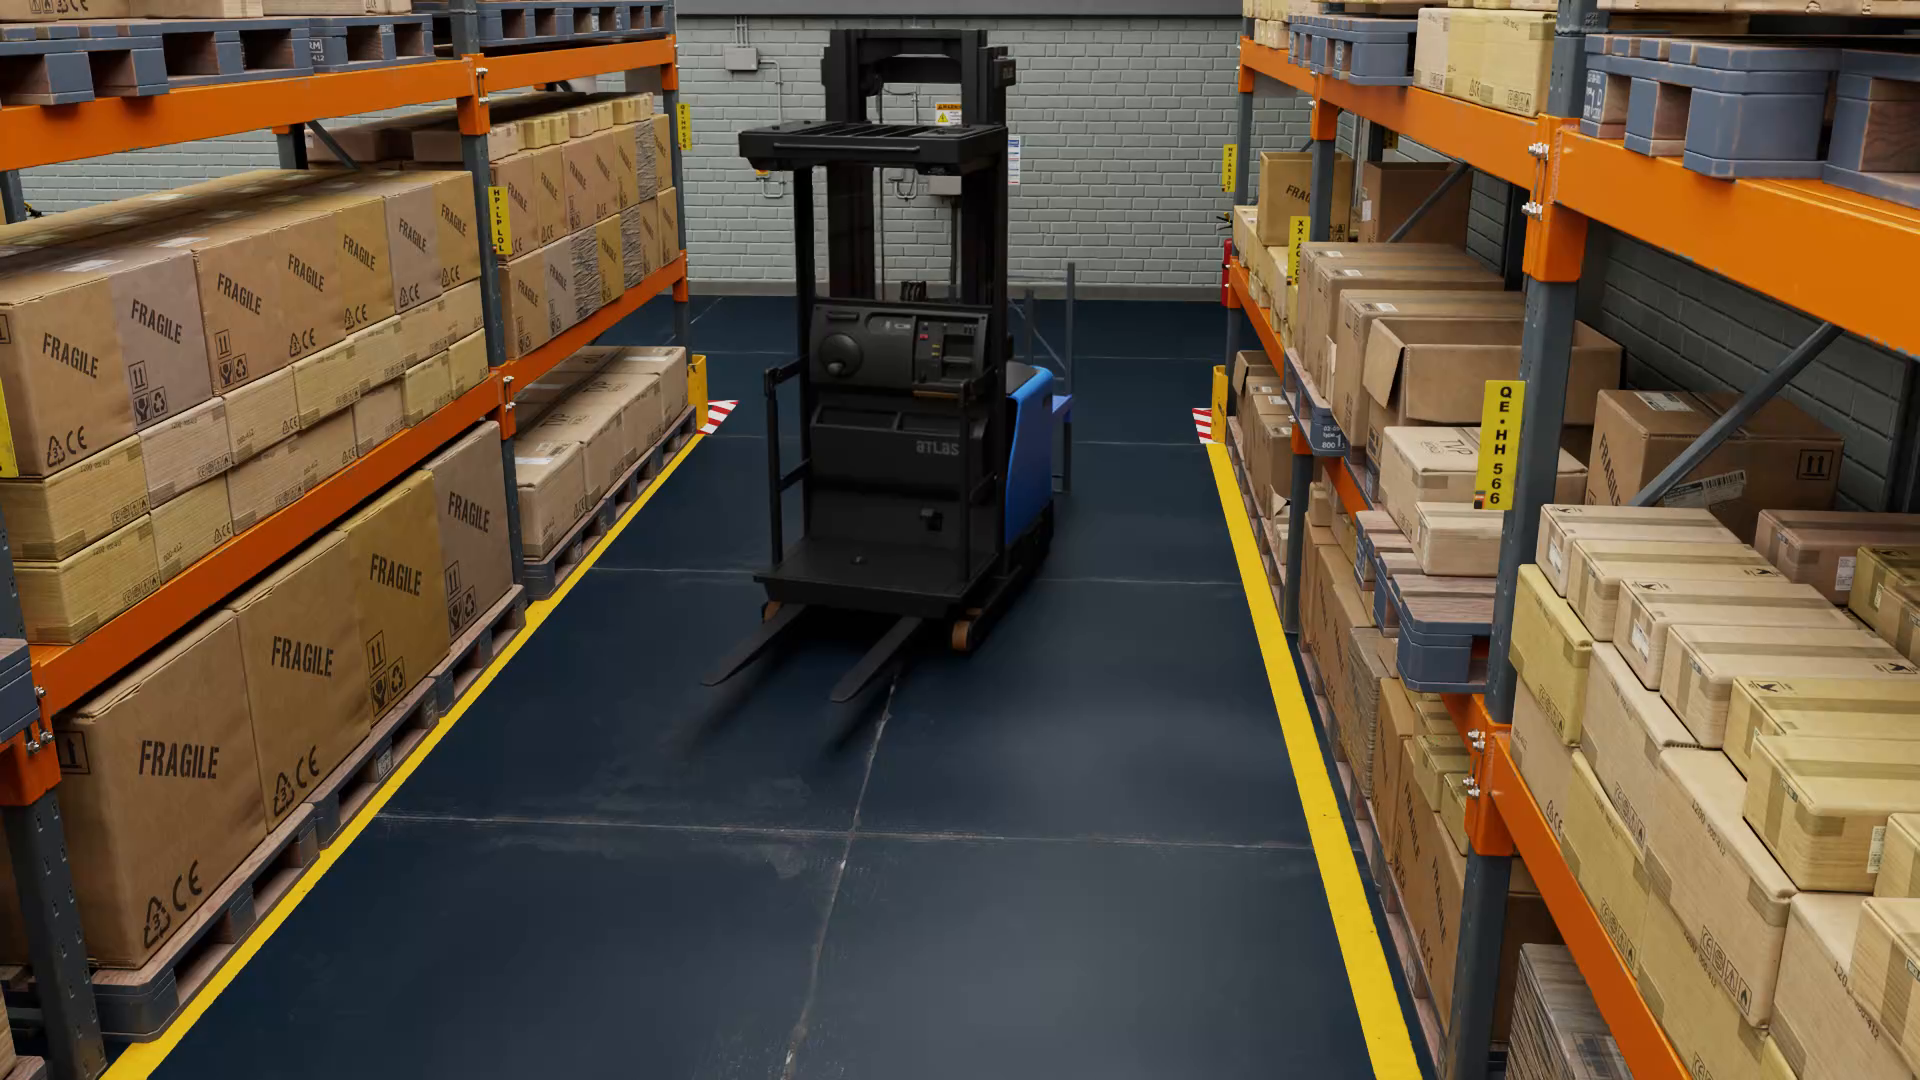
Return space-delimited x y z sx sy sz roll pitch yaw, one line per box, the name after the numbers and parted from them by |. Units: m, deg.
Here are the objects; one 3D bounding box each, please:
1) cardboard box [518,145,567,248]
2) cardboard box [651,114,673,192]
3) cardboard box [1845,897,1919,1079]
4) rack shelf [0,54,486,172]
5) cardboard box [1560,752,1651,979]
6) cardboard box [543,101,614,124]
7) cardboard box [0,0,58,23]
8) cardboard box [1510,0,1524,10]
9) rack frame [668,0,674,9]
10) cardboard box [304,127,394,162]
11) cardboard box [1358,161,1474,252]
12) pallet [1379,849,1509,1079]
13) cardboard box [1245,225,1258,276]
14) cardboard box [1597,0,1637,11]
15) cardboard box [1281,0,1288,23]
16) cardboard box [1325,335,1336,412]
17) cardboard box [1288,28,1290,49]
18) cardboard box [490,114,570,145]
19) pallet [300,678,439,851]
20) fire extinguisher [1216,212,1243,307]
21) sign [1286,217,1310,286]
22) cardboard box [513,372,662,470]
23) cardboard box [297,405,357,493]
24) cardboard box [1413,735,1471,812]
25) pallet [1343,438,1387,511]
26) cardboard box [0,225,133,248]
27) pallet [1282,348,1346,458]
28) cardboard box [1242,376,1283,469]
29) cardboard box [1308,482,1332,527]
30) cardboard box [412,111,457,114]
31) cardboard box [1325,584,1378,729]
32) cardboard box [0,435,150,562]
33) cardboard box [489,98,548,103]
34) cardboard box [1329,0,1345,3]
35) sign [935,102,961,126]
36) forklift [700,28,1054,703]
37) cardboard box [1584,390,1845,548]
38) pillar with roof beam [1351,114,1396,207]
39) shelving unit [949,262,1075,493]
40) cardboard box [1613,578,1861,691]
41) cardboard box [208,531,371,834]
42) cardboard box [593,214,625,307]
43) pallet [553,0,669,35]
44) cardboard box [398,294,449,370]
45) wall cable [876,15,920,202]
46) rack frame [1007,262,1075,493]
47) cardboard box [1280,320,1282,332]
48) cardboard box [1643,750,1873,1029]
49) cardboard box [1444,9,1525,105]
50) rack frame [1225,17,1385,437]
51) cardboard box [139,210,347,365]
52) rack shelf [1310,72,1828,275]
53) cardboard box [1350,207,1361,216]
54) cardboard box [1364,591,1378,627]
-2.480 -1.882 9.084 0.500 0.500 0.500 1 18 3 | cardboard box
-2.308 -2.670 11.489 0.500 0.500 0.500 2 18 6 | cardboard box
1.387 0.586 2.117 0.380 0.149 0.250 1 18 2 | cardboard box
-2.941 -1.523 6.091 1.077 0.370 4.000 1 18 4 | rack shelf
1.550 0.651 3.359 0.500 0.250 0.500 1 18 3 | cardboard box
-2.415 -2.699 10.536 0.380 0.149 0.250 1 18 3 | cardboard box
-3.203 -1.802 4.954 0.700 0.500 0.500 0 18 1 | cardboard box
1.734 -1.529 4.554 0.380 0.149 0.250 2 18 5 | cardboard box
-2.511 -5.154 11.199 1.000 3.000 0.127 1 18 4 | rack frame
-3.093 -1.994 8.383 0.380 0.149 0.250 1 18 3 | cardboard box
2.525 -1.834 9.261 0.500 0.500 0.500 1 18 2 | cardboard box
1.958 1.386 5.355 1.003 0.211 1.213 1 18 4 | pallet
2.070 -1.814 10.405 0.500 0.250 0.500 1 18 3 | cardboard box
1.539 -1.168 3.394 0.380 0.166 0.250 1 18 4 | cardboard box
2.013 -2.922 8.970 0.500 0.250 0.500 2 18 5 | cardboard box
1.671 -0.663 6.672 0.396 0.266 0.258 2 18 7 | cardboard box
2.015 -2.771 9.149 0.380 0.149 0.250 1 18 4 | cardboard box
-2.411 -2.301 9.321 0.380 0.149 0.250 1 18 2 | cardboard box
-2.863 0.886 6.880 1.003 0.211 1.213 1 18 4 | pallet
1.989 -2.035 12.040 0.296 0.674 0.183 1 18 4 | fire extinguisher
1.611 -1.372 7.902 0.100 0.325 0.005 1 18 4 | sign
-2.516 -0.793 10.966 0.875 0.438 0.875 2 18 5 | cardboard box
-2.704 -0.369 6.473 0.500 0.250 0.500 1 18 4 | cardboard box
1.638 0.727 5.185 0.380 0.149 0.250 0 18 1 | cardboard box
2.001 -0.221 6.089 1.003 0.211 1.213 1 18 4 | pallet
-3.238 -0.821 5.844 0.500 0.500 0.500 1 18 4 | cardboard box
1.987 -0.614 7.287 1.003 0.211 1.213 1 18 4 | pallet
2.201 -0.752 10.742 0.700 0.500 0.500 2 18 6 | cardboard box
1.862 -0.165 7.908 0.380 0.149 0.250 2 18 7 | cardboard box
-2.939 -2.390 9.591 0.380 0.149 0.250 1 18 3 | cardboard box
1.826 0.503 6.910 0.500 0.500 0.500 1 18 2 | cardboard box
-2.802 -0.136 4.959 0.500 0.250 0.500 1 18 4 | cardboard box
-2.894 -2.786 10.801 0.380 0.149 0.250 1 18 2 | cardboard box
1.658 -2.183 6.518 0.380 0.149 0.250 2 18 5 | cardboard box
-0.086 -4.420 17.269 0.339 0.242 0.001 1 18 4 | sign
-0.374 -0.971 8.179 1.130 2.935 3.031 5 19 16 | forklift
2.059 -0.112 4.612 0.500 0.500 0.500 2 18 7 | cardboard box
-0.762 -5.957 13.652 9.100 9.000 0.400 1 18 4 | pillar with roof beam
0.327 -0.893 10.238 0.538 1.500 1.048 5 19 16 | shelving unit
1.539 0.192 3.319 0.380 0.149 0.250 2 18 5 | cardboard box
-2.884 0.502 6.310 0.875 0.875 0.875 2 18 5 | cardboard box
-2.384 -1.718 10.189 0.500 0.500 0.500 2 18 6 | cardboard box
-2.554 -3.455 10.976 1.003 0.211 1.213 1 18 4 | pallet
-2.616 -0.929 7.379 0.500 0.250 0.500 2 18 5 | cardboard box
-0.715 -4.509 17.236 0.588 1.984 0.122 1 18 4 | wall cable
0.477 -1.044 10.700 0.500 1.500 0.032 5 19 16 | rack frame
1.961 -1.179 9.109 0.380 0.149 0.250 2 18 5 | cardboard box
1.498 0.575 2.788 0.500 0.250 0.500 1 18 3 | cardboard box
1.696 -1.383 4.752 0.500 0.250 0.500 1 18 4 | cardboard box
2.440 -2.193 11.799 1.000 3.000 0.127 1 18 4 | rack frame
-2.687 -0.960 6.268 0.500 0.500 0.500 2 18 5 | cardboard box
2.010 -1.413 5.756 1.077 0.370 4.000 1 18 4 | rack shelf
2.672 -2.114 11.321 0.500 0.250 0.500 2 18 6 | cardboard box
1.831 0.242 6.666 0.380 0.149 0.250 2 18 6 | cardboard box
